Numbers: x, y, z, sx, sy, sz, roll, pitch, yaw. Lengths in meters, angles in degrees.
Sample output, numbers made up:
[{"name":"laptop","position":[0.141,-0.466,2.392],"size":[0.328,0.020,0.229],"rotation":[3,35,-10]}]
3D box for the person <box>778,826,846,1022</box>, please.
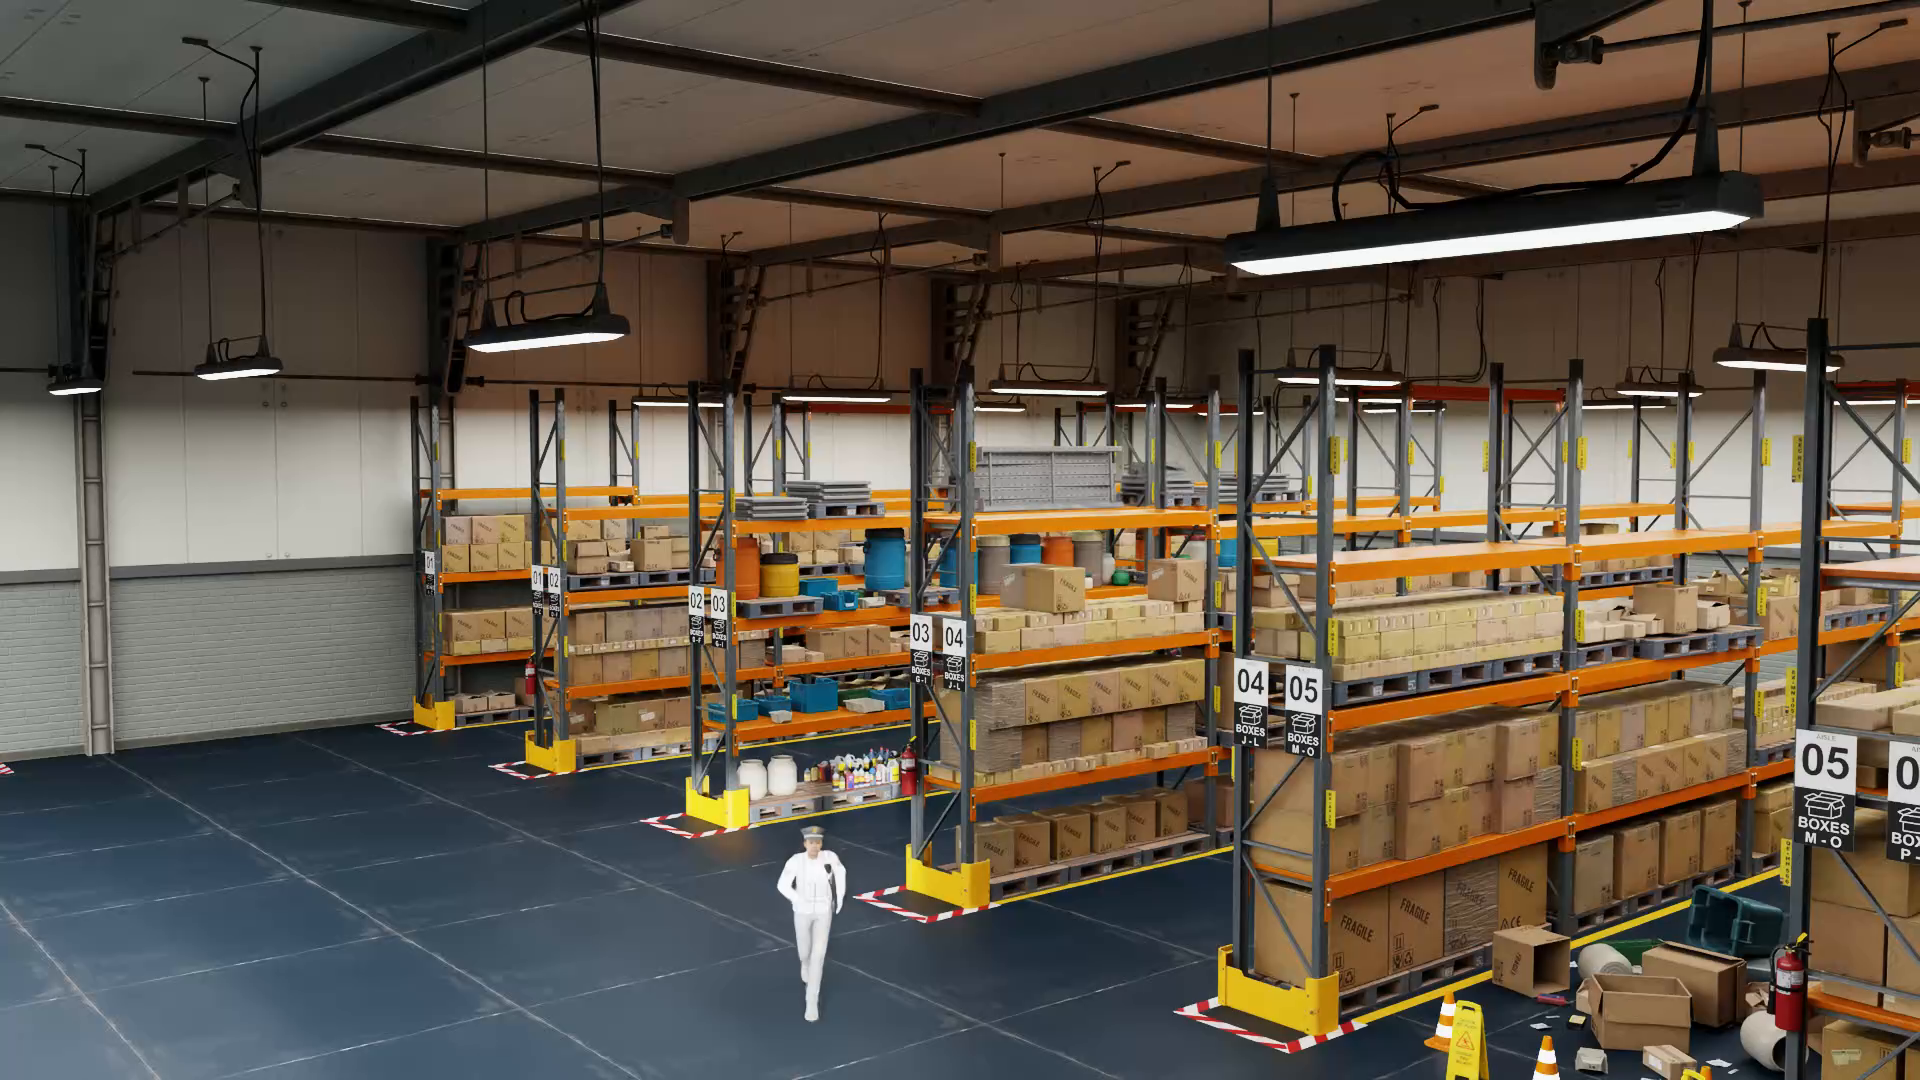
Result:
[{"name":"person","position":[-1.353,3.424,15.254],"size":[0.637,1.693,0.960],"rotation":[-1,3,-9]}]
